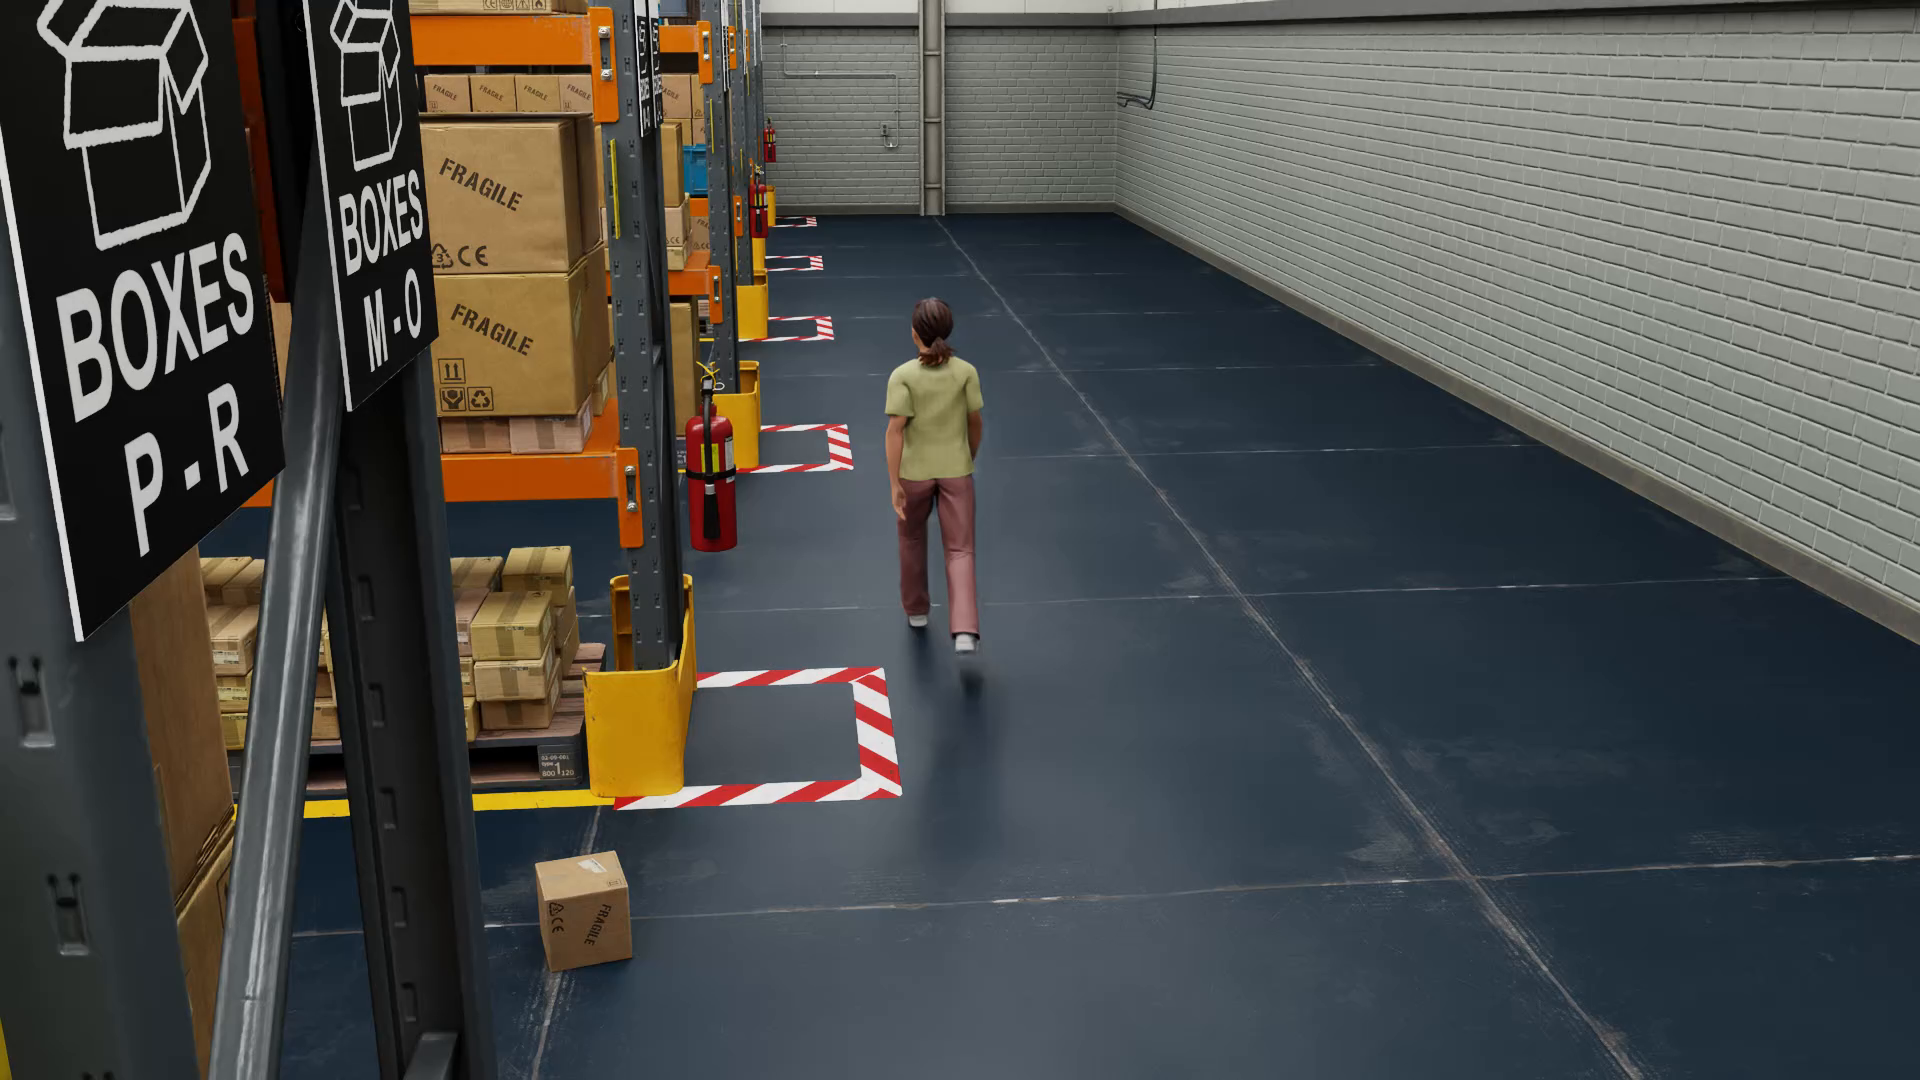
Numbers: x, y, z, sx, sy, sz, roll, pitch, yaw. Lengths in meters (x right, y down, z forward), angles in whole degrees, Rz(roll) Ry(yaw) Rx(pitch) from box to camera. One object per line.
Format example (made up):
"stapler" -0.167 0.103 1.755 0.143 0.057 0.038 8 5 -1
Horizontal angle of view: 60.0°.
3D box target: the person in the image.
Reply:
"person" -0.117 -0.286 7.532 0.452 1.603 1.047 -2 17 -6
